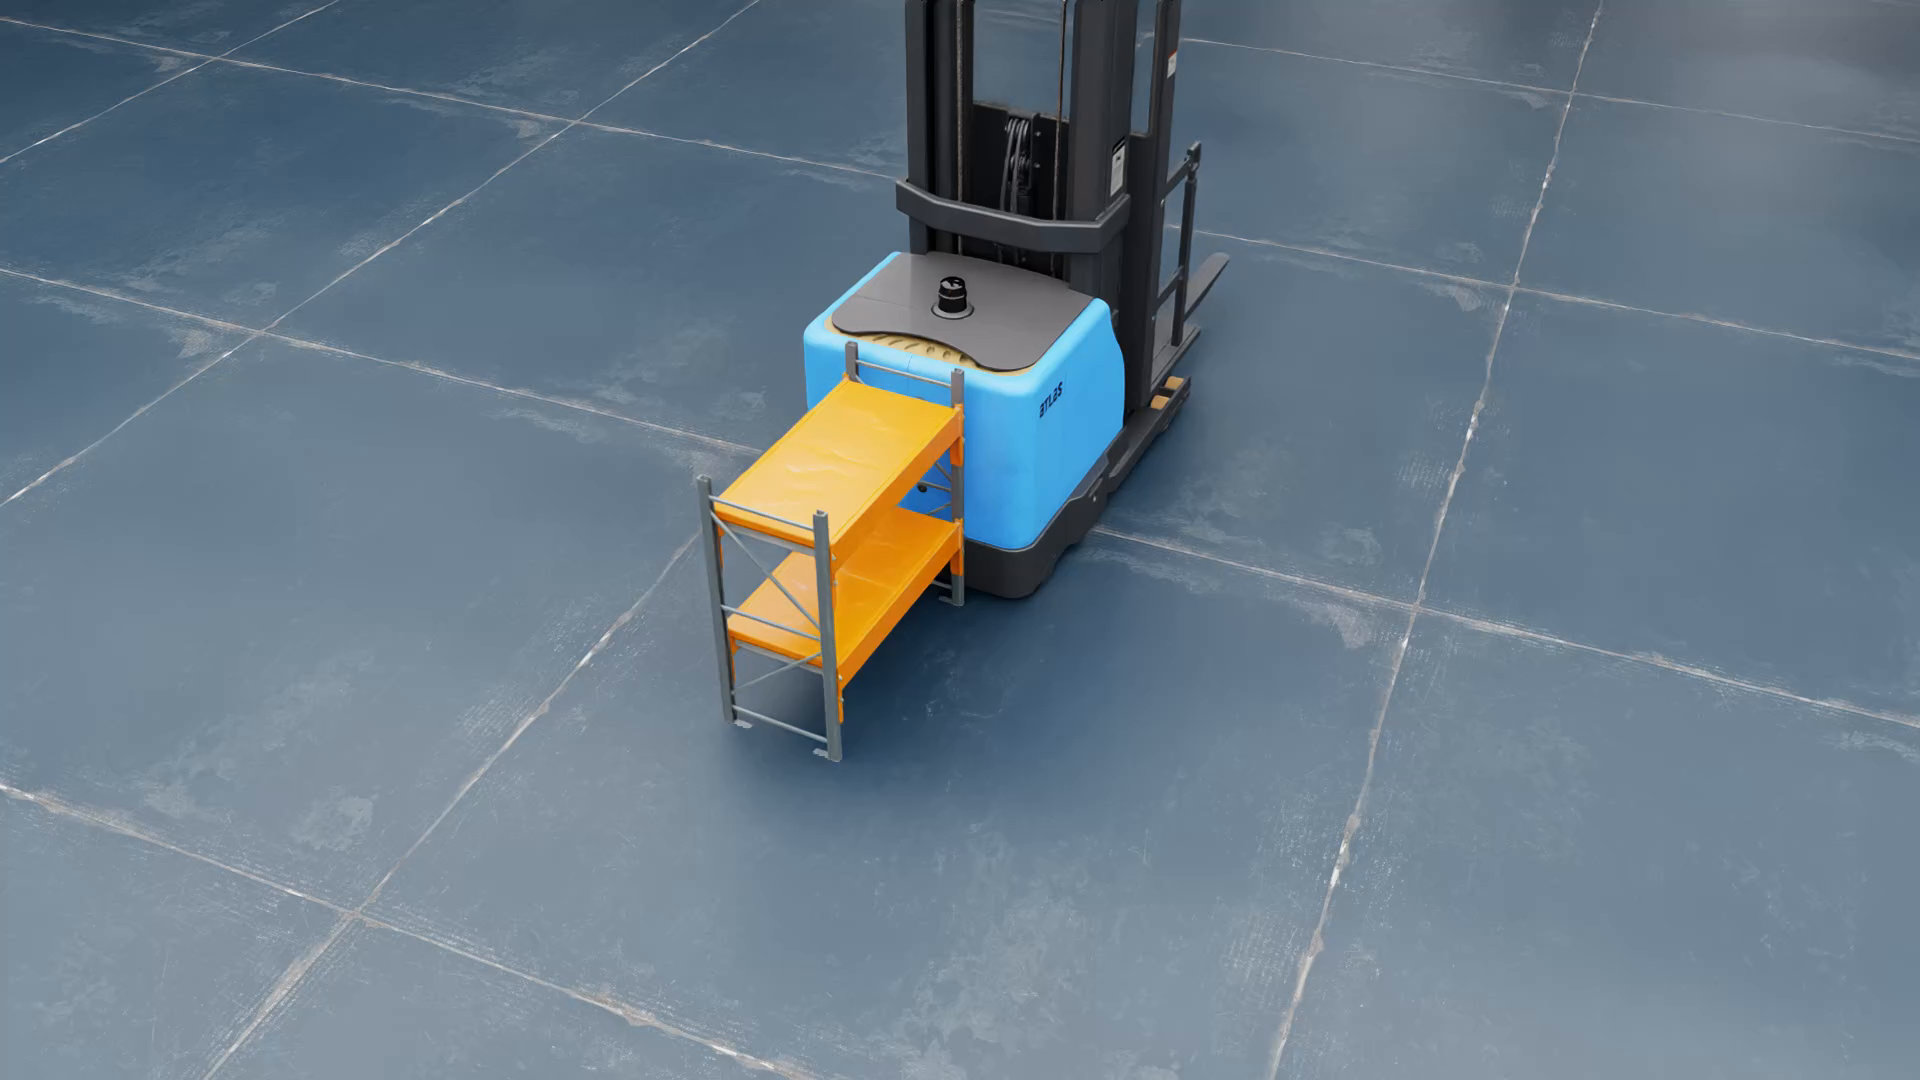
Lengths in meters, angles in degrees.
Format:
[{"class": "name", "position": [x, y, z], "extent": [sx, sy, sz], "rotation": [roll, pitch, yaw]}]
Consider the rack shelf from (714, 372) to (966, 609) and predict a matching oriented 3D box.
[{"class": "rack shelf", "position": [-0.440, -0.207, 6.098], "extent": [0.538, 0.278, 1.000], "rotation": [17, 40, 21]}]

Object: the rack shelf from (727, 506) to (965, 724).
[{"class": "rack shelf", "position": [-0.440, 0.224, 6.420], "extent": [0.538, 0.278, 1.000], "rotation": [17, 40, 21]}]

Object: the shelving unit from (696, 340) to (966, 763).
[{"class": "shelving unit", "position": [-0.440, 0.028, 6.273], "extent": [0.538, 1.125, 1.048], "rotation": [17, 40, 21]}]

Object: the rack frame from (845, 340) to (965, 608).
[{"class": "rack frame", "position": [-0.213, -0.245, 6.638], "extent": [0.500, 1.125, 0.032], "rotation": [17, 40, 21]}]

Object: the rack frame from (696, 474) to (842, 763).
[{"class": "rack frame", "position": [-0.667, 0.300, 5.909], "extent": [0.500, 1.125, 0.032], "rotation": [17, 40, 21]}]

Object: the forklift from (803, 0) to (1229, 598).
[{"class": "forklift", "position": [0.469, -1.807, 7.219], "extent": [1.130, 2.935, 3.031], "rotation": [17, 40, 21]}]
